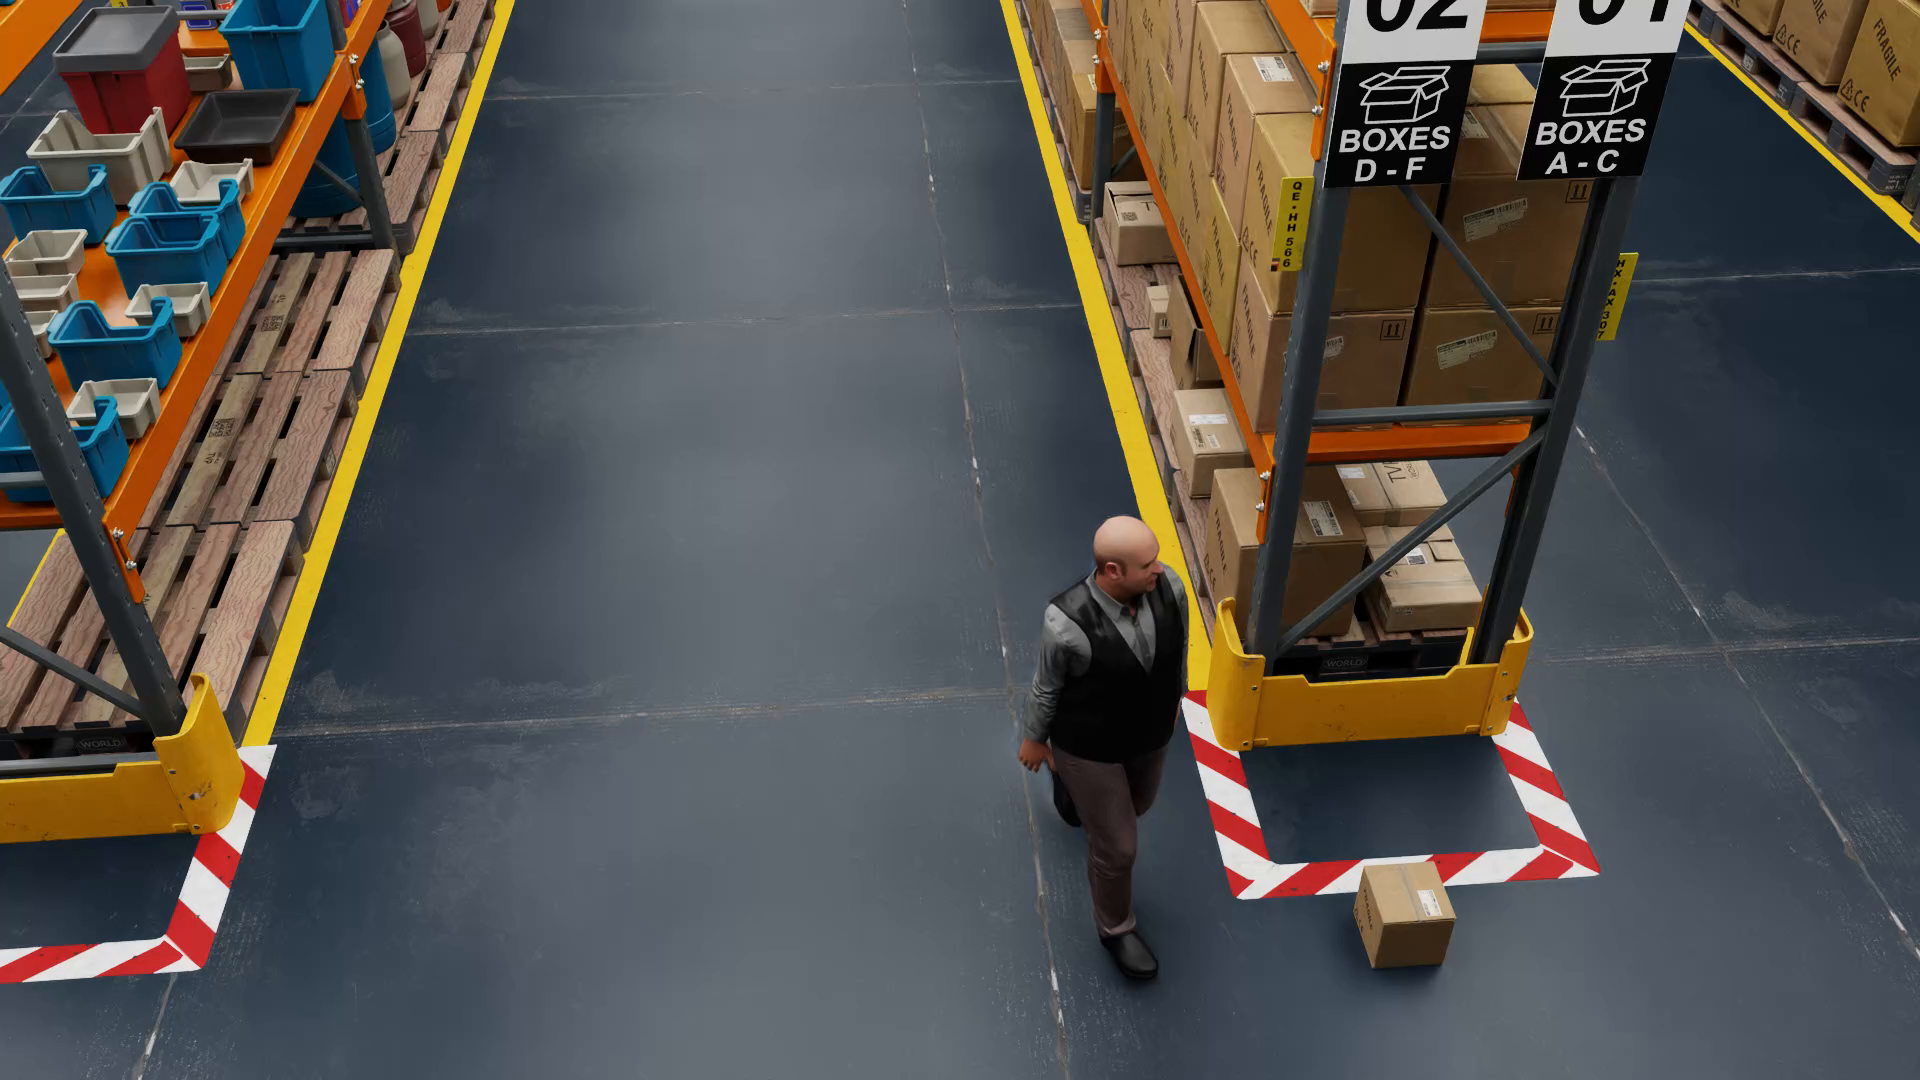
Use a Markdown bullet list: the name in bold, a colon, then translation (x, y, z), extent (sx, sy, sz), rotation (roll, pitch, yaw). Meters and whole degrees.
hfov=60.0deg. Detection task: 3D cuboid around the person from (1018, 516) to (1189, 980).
- **person**: translation (0.487, 0.574, 5.430), extent (0.572, 1.638, 0.906), rotation (-22, 44, -25)
